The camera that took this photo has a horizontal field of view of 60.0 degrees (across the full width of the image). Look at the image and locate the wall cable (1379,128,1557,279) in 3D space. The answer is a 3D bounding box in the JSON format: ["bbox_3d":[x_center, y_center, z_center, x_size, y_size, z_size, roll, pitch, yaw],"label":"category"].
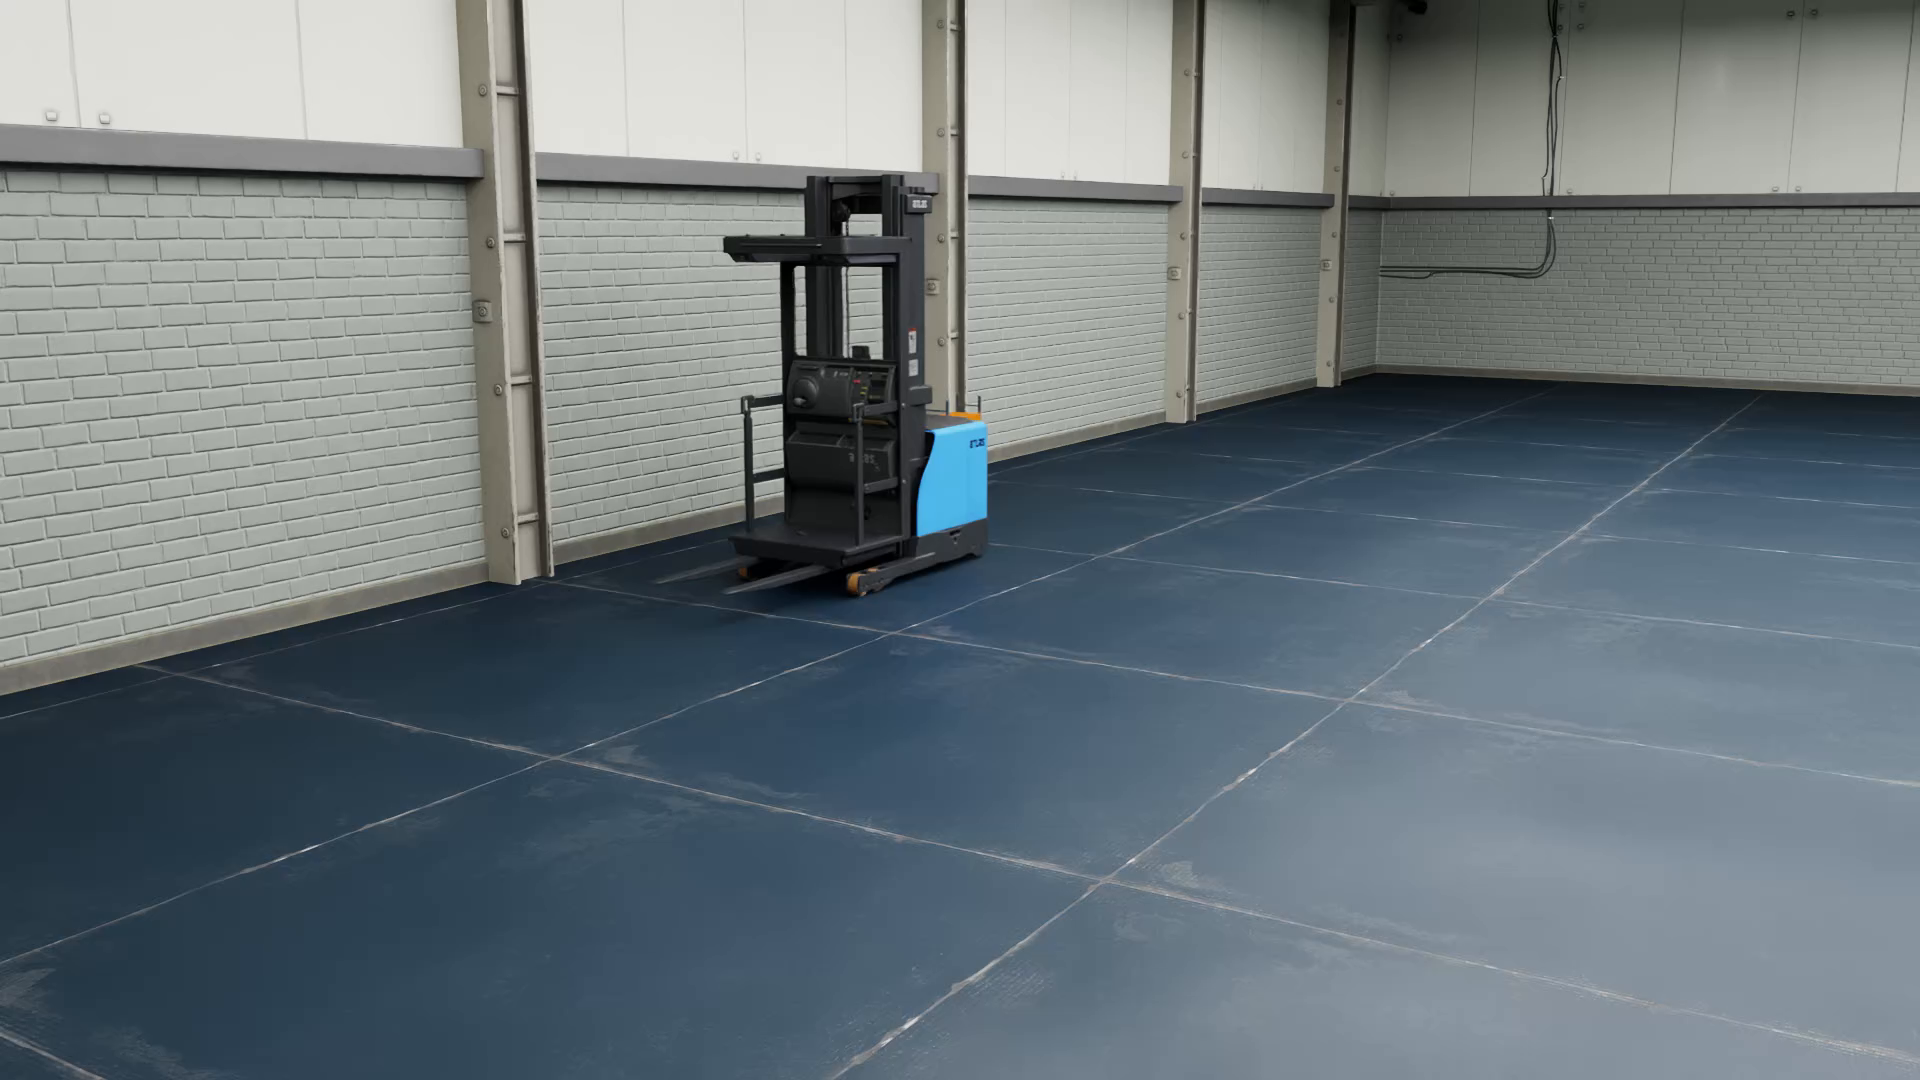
[{"bbox_3d":[8.739,-5.783,28.740,3.097,2.526,0.112,6,12,31],"label":"wall cable"}]

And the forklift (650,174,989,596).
[{"bbox_3d":[-0.985,-1.140,11.996,1.130,2.935,3.031,7,12,32],"label":"forklift"}]

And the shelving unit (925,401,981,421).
[{"bbox_3d":[-0.065,-0.569,13.646,0.258,1.200,0.492,7,13,32],"label":"shelving unit"}]

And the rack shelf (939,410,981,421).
[{"bbox_3d":[-0.061,-0.956,13.579,0.258,0.148,0.480,7,13,32],"label":"rack shelf"}]

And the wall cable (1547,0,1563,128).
[{"bbox_3d":[11.051,-8.007,26.895,3.097,2.526,0.112,6,12,31],"label":"wall cable"}]

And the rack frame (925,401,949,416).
[{"bbox_3d":[-0.193,-0.532,13.449,0.240,1.200,0.015,7,13,32],"label":"rack frame"}]

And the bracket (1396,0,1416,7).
[{"bbox_3d":[7.522,-9.052,27.986,0.076,0.066,3.189,6,12,31],"label":"bracket"}]

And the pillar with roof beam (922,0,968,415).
[{"bbox_3d":[3.529,-4.673,14.377,9.100,9.000,0.400,6,12,31],"label":"pillar with roof beam"}]

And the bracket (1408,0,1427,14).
[{"bbox_3d":[7.829,-9.145,28.482,0.235,0.232,0.430,6,12,31],"label":"bracket"}]

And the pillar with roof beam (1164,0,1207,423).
[{"bbox_3d":[6.644,-5.617,19.417,9.100,9.000,0.400,6,12,31],"label":"pillar with roof beam"}]
